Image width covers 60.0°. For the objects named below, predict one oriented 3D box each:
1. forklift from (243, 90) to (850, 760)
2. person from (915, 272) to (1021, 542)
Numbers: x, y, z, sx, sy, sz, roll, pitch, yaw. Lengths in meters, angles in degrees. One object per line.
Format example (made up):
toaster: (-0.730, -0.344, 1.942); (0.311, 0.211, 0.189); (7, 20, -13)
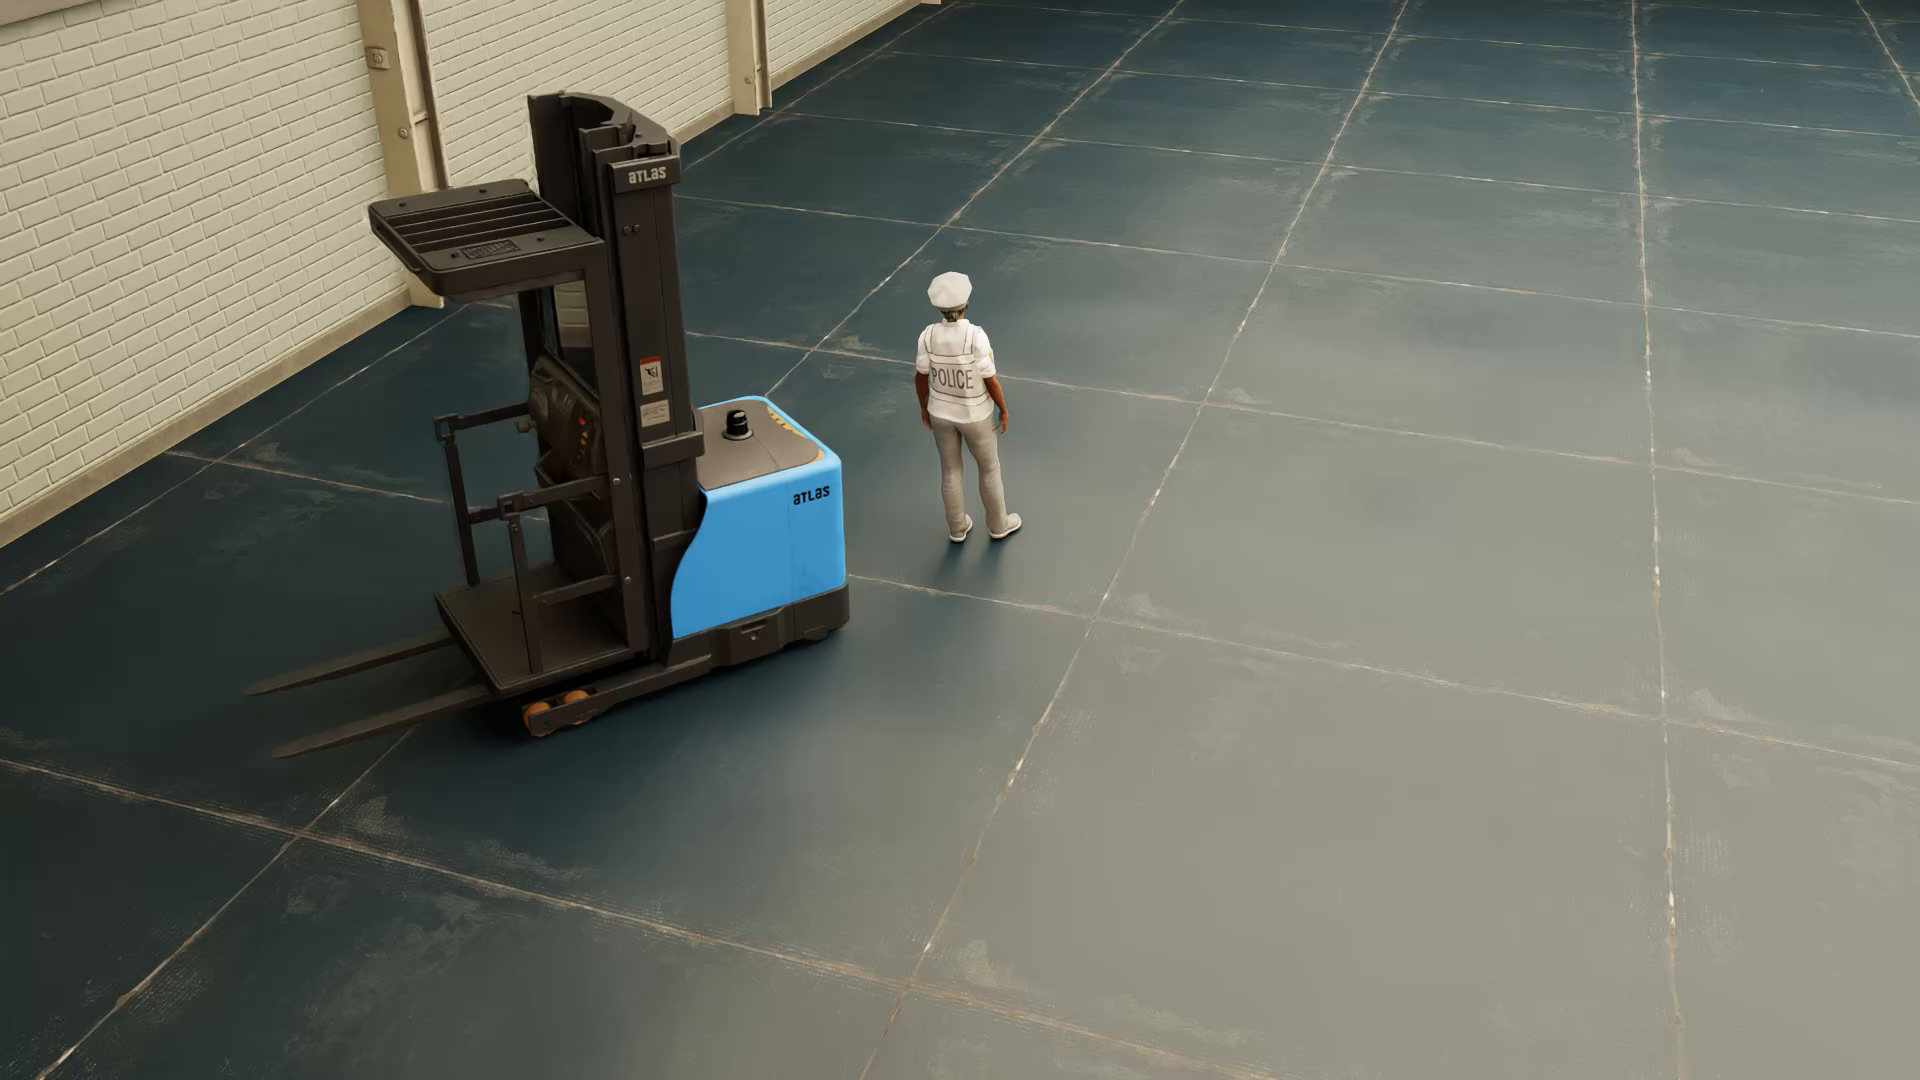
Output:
forklift: (-2.130, -0.586, 8.164); (3.031, 2.935, 1.130); (-17, 34, -27)
person: (0.043, -0.774, 9.729); (0.570, 1.695, 0.530); (10, 31, 16)
